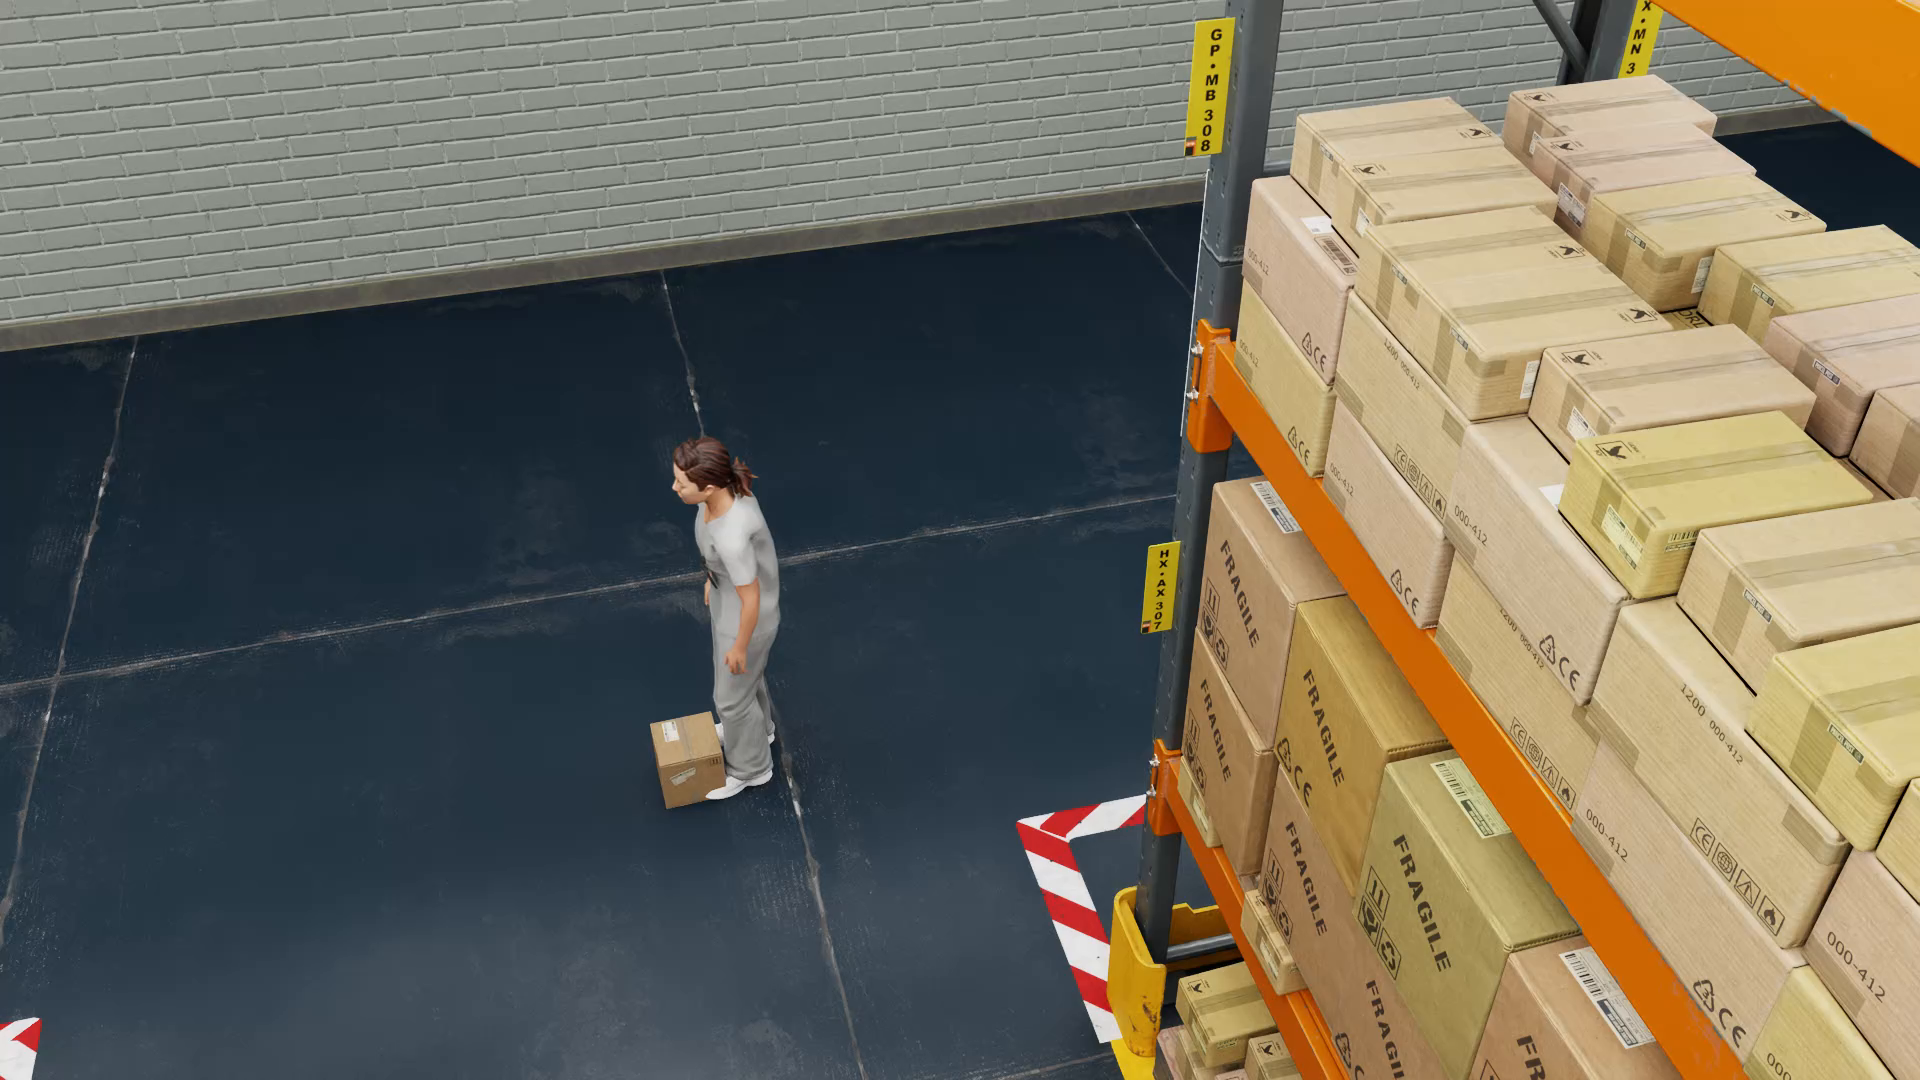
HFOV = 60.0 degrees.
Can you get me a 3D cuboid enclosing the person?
[{"bbox_3d":[-0.886,0.286,6.353,0.412,1.672,0.485,-10,39,-12],"label":"person"}]
